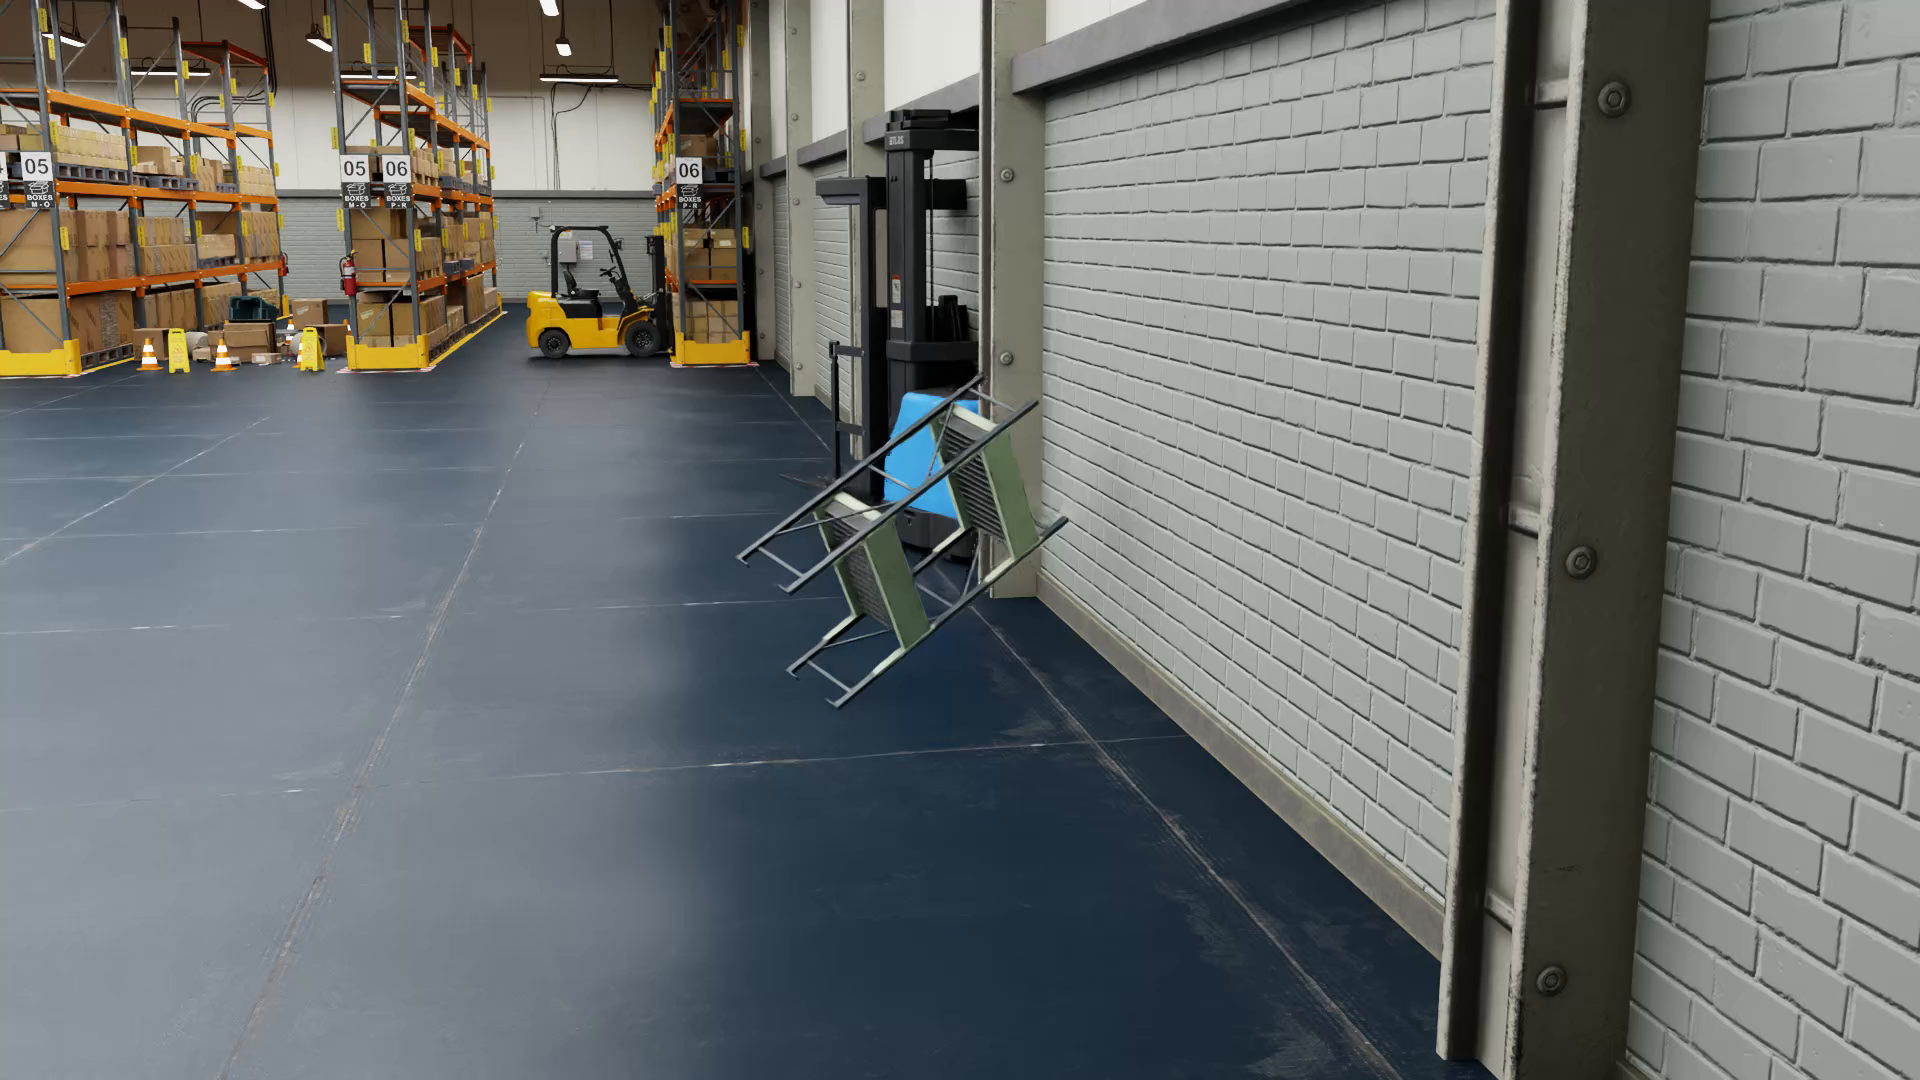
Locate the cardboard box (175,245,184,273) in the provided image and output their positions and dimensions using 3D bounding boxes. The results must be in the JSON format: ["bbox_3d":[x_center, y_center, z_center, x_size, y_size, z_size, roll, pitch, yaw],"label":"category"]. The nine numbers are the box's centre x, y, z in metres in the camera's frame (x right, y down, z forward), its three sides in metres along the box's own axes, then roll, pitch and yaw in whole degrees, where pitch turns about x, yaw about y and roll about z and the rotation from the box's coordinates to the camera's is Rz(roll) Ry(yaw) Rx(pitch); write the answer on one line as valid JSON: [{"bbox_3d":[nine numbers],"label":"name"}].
[{"bbox_3d":[-14.664,-5.190,30.677,0.500,0.500,0.500,-2,11,-12],"label":"cardboard box"}]

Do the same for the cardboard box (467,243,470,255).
[{"bbox_3d":[-10.328,-5.965,34.076,0.500,0.250,0.500,-2,11,-10],"label":"cardboard box"}]

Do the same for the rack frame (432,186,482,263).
[{"bbox_3d":[-11.150,-6.330,36.929,1.000,3.000,0.127,-2,11,-11],"label":"rack frame"}]

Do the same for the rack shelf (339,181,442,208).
[{"bbox_3d":[-9.205,-5.616,27.080,1.077,0.370,4.000,-2,11,-11],"label":"rack shelf"}]

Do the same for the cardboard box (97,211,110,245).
[{"bbox_3d":[-14.201,-4.998,26.646,0.875,0.550,0.550,-2,11,-11],"label":"cardboard box"}]

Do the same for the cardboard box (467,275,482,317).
[{"bbox_3d":[-10.768,-5.216,35.638,0.875,0.875,0.875,-2,11,-9],"label":"cardboard box"}]

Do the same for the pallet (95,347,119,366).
[{"bbox_3d":[-14.118,-2.927,26.512,1.003,0.211,1.213,-2,11,-11],"label":"pallet"}]

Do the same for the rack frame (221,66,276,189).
[{"bbox_3d":[-16.764,-9.812,39.180,1.000,3.000,0.127,-2,11,-11],"label":"rack frame"}]

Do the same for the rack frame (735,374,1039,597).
[{"bbox_3d":[-0.312,-0.275,7.456,1.500,0.023,0.400,-39,45,-23],"label":"rack frame"}]

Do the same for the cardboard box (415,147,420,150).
[{"bbox_3d":[-9.832,-6.816,29.402,0.500,0.250,0.500,-2,11,-10],"label":"cardboard box"}]

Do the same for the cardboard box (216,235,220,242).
[{"bbox_3d":[-15.464,-6.201,34.209,0.380,0.149,0.250,-3,11,-14],"label":"cardboard box"}]

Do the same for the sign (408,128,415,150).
[{"bbox_3d":[-8.284,-6.051,25.108,0.100,0.325,0.005,-2,11,-11],"label":"sign"}]

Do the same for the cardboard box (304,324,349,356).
[{"bbox_3d":[-10.721,-3.390,28.162,0.500,0.500,0.500,6,12,28],"label":"cardboard box"}]

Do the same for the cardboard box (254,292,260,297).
[{"bbox_3d":[-15.985,-5.494,37.448,0.380,0.149,0.250,-2,11,-10],"label":"cardboard box"}]

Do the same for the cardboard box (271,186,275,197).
[{"bbox_3d":[-16.416,-8.191,39.086,0.500,0.250,0.500,-2,11,-12],"label":"cardboard box"}]

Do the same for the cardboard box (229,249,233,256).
[{"bbox_3d":[-15.663,-6.101,35.275,0.380,0.149,0.250,-2,11,-11],"label":"cardboard box"}]

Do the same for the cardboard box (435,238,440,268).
[{"bbox_3d":[-9.157,-4.891,28.308,0.500,0.500,0.500,-2,11,-9],"label":"cardboard box"}]

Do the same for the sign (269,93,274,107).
[{"bbox_3d":[-16.216,-10.365,39.164,0.100,0.325,0.005,-2,11,-11],"label":"sign"}]

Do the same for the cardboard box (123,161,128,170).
[{"bbox_3d":[-14.046,-6.214,27.582,0.380,0.149,0.250,-2,11,-11],"label":"cardboard box"}]

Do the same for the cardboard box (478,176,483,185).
[{"bbox_3d":[-11.752,-8.639,40.052,0.500,0.250,0.500,-3,11,-16],"label":"cardboard box"}]

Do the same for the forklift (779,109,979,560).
[{"bbox_3d":[-0.341,-1.539,11.942,1.130,2.935,3.031,-7,13,-32],"label":"forklift"}]

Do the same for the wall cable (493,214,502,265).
[{"bbox_3d":[-13.048,-8.611,46.115,0.585,1.953,0.123,-2,11,-11],"label":"wall cable"}]

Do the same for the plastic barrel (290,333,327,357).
[{"bbox_3d":[-10.703,-3.187,27.308,0.512,0.421,0.421,6,12,28],"label":"plastic barrel"}]

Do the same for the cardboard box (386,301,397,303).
[{"bbox_3d":[-9.333,-3.586,26.738,0.500,0.500,0.500,-2,11,-9],"label":"cardboard box"}]

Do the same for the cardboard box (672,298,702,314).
[{"bbox_3d":[-4.557,-3.915,27.802,0.500,0.250,0.500,-2,11,-10],"label":"cardboard box"}]

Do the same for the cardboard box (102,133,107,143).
[{"bbox_3d":[-13.848,-6.420,26.530,0.380,0.149,0.250,-2,11,-11],"label":"cardboard box"}]

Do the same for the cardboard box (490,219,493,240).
[{"bbox_3d":[-11.470,-7.429,39.764,0.500,0.500,0.500,-2,11,-11],"label":"cardboard box"}]

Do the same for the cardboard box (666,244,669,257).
[{"bbox_3d":[-5.477,-5.670,32.529,0.500,0.250,0.500,-2,11,-12],"label":"cardboard box"}]

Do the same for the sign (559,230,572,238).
[{"bbox_3d":[-11.053,-8.588,46.585,0.339,0.242,0.001,-2,11,-11],"label":"sign"}]

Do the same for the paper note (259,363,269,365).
[{"bbox_3d":[-10.953,-2.771,26.174,0.148,0.019,0.142,-6,13,-31],"label":"paper note"}]

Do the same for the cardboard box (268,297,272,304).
[{"bbox_3d":[-16.165,-5.540,38.489,0.380,0.149,0.250,-2,11,-10],"label":"cardboard box"}]

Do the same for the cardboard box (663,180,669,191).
[{"bbox_3d":[-5.842,-7.262,34.209,0.500,0.250,0.500,-2,11,-13],"label":"cardboard box"}]

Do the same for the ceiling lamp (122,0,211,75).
[{"bbox_3d":[-19.684,-13.102,40.854,2.000,3.185,0.800,-2,11,-11],"label":"ceiling lamp"}]

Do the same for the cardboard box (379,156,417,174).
[{"bbox_3d":[-8.653,-5.777,25.607,0.500,0.250,0.500,-2,11,-12],"label":"cardboard box"}]

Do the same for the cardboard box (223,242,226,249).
[{"bbox_3d":[-15.560,-6.150,34.741,0.380,0.149,0.250,-2,11,-13],"label":"cardboard box"}]

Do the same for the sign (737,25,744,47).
[{"bbox_3d":[-3.402,-7.813,25.755,0.100,0.325,0.005,-2,11,-11],"label":"sign"}]

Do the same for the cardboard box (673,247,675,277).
[{"bbox_3d":[-4.602,-4.721,28.211,0.500,0.500,0.500,-2,11,-11],"label":"cardboard box"}]

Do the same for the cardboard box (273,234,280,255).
[{"bbox_3d":[-16.424,-6.987,39.320,0.500,0.500,0.500,-2,11,-10],"label":"cardboard box"}]

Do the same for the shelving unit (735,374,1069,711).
[{"bbox_3d":[-0.227,-0.009,7.693,1.500,0.755,0.431,-39,45,-23],"label":"shelving unit"}]

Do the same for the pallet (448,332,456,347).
[{"bbox_3d":[-9.747,-3.635,30.231,1.003,0.211,1.213,-2,11,-11],"label":"pallet"}]

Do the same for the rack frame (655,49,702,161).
[{"bbox_3d":[-6.282,-9.458,37.320,1.000,3.000,0.127,-2,11,-11],"label":"rack frame"}]

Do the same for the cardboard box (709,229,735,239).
[{"bbox_3d":[-3.804,-4.893,26.585,0.380,0.149,0.250,-2,11,-12],"label":"cardboard box"}]

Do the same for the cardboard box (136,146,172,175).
[{"bbox_3d":[-14.595,-6.867,30.072,0.500,0.500,0.500,-2,11,-11],"label":"cardboard box"}]

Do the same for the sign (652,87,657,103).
[{"bbox_3d":[-6.818,-9.939,37.140,0.100,0.325,0.005,-2,11,-11],"label":"sign"}]

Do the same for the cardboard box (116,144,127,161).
[{"bbox_3d":[-14.082,-6.384,27.409,0.500,0.250,0.500,-2,11,-12],"label":"cardboard box"}]

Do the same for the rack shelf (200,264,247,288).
[{"bbox_3d":[-15.597,-5.411,34.026,1.077,0.370,4.000,-2,11,-11],"label":"rack shelf"}]

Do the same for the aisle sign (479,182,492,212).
[{"bbox_3d":[-11.638,-8.365,40.669,0.394,0.787,0.004,-2,11,-11],"label":"aisle sign"}]

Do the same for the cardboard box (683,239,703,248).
[{"bbox_3d":[-4.290,-4.731,26.529,0.380,0.149,0.250,-2,11,-10],"label":"cardboard box"}]
